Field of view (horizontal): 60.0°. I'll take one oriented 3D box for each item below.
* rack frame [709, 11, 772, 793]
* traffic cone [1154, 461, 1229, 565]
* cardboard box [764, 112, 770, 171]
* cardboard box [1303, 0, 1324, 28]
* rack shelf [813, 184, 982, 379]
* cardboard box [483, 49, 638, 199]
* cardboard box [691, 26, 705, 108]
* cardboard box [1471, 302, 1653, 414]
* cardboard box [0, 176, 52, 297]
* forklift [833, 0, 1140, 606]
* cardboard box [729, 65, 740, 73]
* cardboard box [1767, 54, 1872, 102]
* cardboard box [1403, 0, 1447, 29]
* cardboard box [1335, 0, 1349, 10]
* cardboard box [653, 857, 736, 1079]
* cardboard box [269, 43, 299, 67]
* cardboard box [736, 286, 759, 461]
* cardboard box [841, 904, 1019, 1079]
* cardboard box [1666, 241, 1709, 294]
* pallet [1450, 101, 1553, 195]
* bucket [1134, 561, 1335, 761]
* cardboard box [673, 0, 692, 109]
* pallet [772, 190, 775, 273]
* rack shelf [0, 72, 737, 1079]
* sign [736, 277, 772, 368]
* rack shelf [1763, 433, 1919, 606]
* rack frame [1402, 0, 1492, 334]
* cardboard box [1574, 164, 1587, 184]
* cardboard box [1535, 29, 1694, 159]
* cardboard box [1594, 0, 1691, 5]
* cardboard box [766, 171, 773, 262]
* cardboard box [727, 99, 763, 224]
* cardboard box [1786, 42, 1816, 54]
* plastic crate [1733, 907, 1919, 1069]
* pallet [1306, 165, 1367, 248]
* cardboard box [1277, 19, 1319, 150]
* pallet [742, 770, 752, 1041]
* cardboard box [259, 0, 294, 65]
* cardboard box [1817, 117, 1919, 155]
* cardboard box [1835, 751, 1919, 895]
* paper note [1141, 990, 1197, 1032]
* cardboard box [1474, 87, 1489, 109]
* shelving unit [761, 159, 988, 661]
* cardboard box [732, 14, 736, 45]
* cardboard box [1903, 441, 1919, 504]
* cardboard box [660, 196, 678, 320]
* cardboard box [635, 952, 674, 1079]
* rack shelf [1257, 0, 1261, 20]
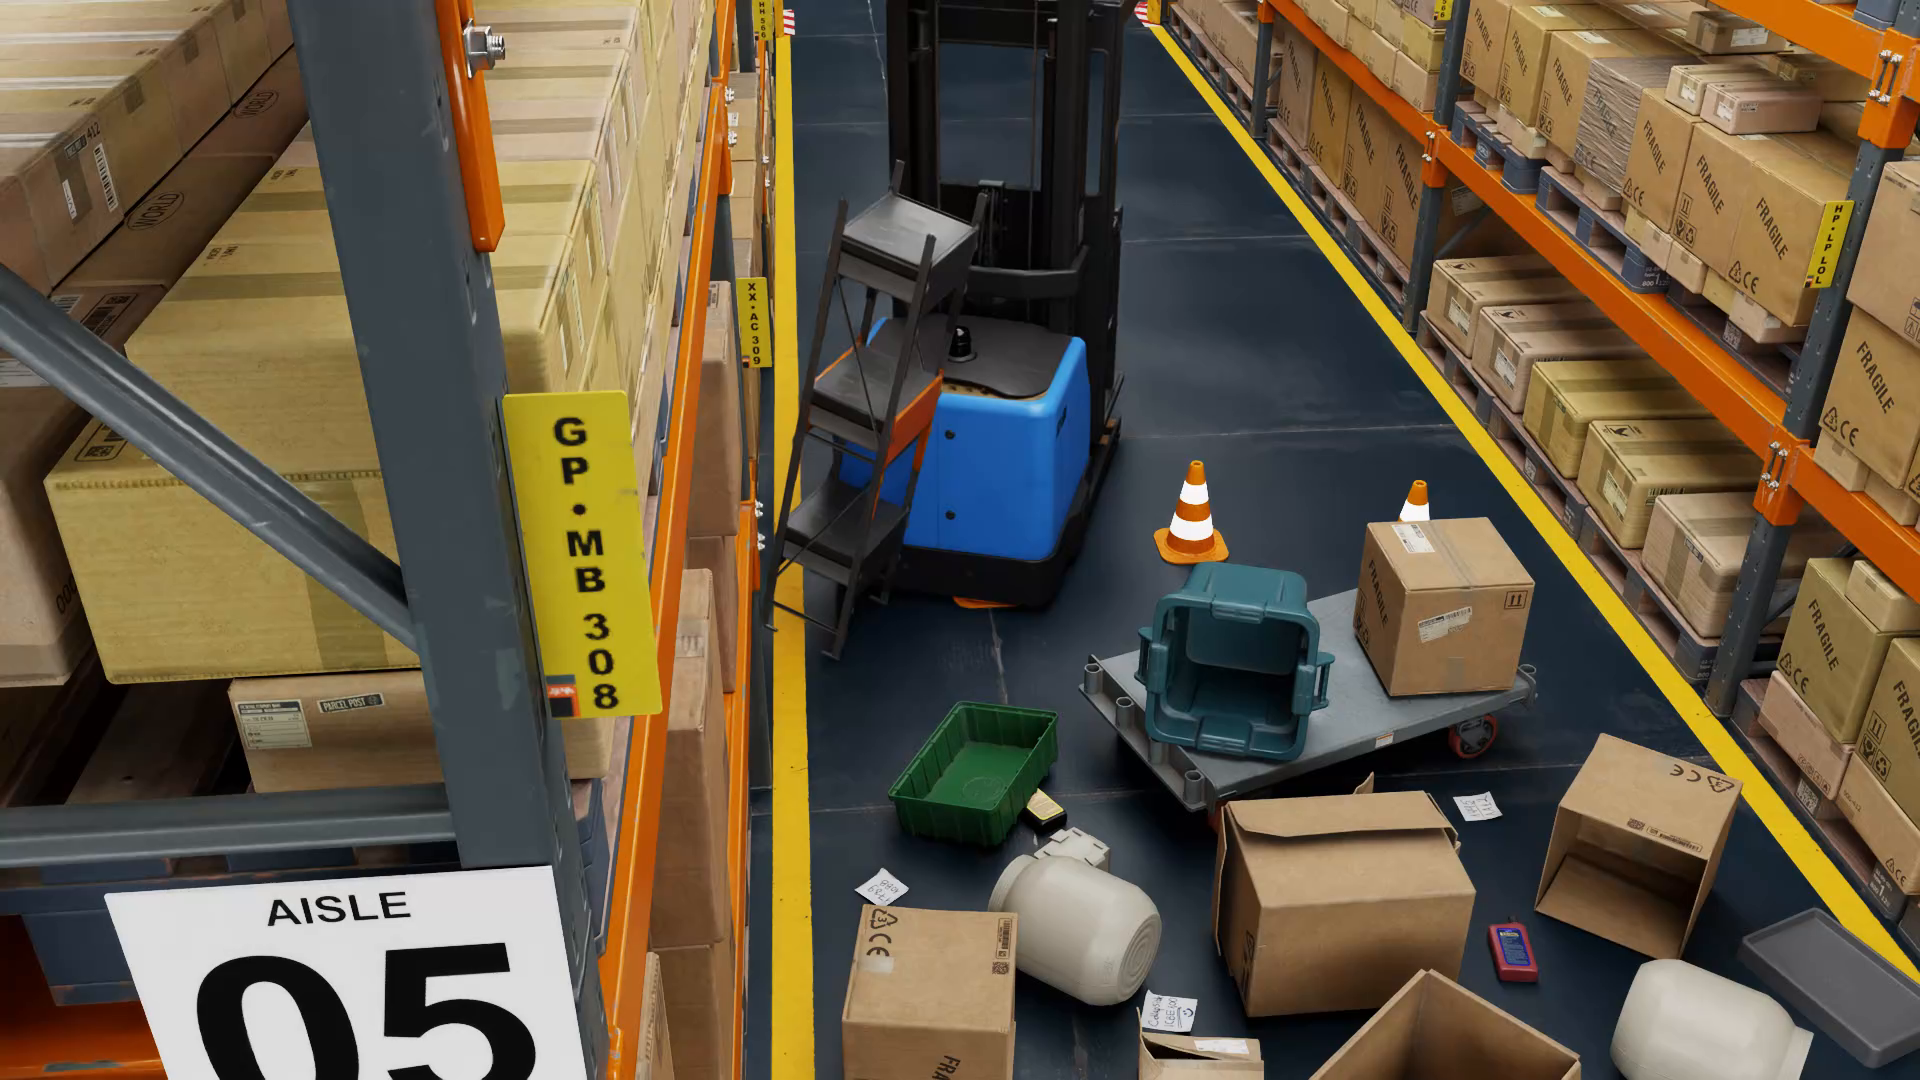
[{"bbox_3d":[-1.249,-0.301,5.829,1.000,3.000,0.127,-3,31,-5],"label":"rack frame"},{"bbox_3d":[1.138,-0.167,8.078,0.336,0.463,0.334,-3,31,-5],"label":"traffic cone"},{"bbox_3d":[-1.527,-2.648,11.055,0.500,0.250,0.500,-3,31,-4],"label":"cardboard box"},{"bbox_3d":[2.783,-3.846,11.910,0.500,0.250,0.500,-3,31,-5],"label":"cardboard box"},{"bbox_3d":[-0.247,-1.025,6.565,0.431,0.518,0.480,24,37,12],"label":"rack shelf"},{"bbox_3d":[-0.659,-0.578,2.328,0.380,0.149,0.250,-2,31,-4],"label":"cardboard box"},{"bbox_3d":[-0.823,-1.143,4.051,0.380,0.149,0.250,-3,31,-4],"label":"cardboard box"},{"bbox_3d":[3.416,-1.019,9.184,0.950,0.372,0.625,-3,31,-6],"label":"cardboard box"},{"bbox_3d":[-1.266,-0.288,1.842,0.380,0.149,0.250,-3,31,-4],"label":"cardboard box"},{"bbox_3d":[0.260,-1.699,8.236,1.130,2.935,3.031,7,32,12],"label":"forklift"},{"bbox_3d":[-1.463,-2.654,9.604,0.380,0.149,0.250,-3,31,-5],"label":"cardboard box"},{"bbox_3d":[3.774,-2.026,7.287,0.380,0.149,0.250,-1,31,-2],"label":"cardboard box"},{"bbox_3d":[2.988,-3.356,9.871,0.500,0.500,0.500,-4,31,-6],"label":"cardboard box"},{"bbox_3d":[2.830,-3.805,11.353,0.500,0.250,0.500,-4,31,-6],"label":"cardboard box"},{"bbox_3d":[-0.955,0.918,3.642,0.875,0.550,0.550,-3,31,-5],"label":"cardboard box"},{"bbox_3d":[-1.338,-0.839,3.153,0.500,0.250,0.500,-2,31,-4],"label":"cardboard box"},{"bbox_3d":[-1.030,-0.626,6.275,0.500,0.500,0.500,-2,31,-4],"label":"cardboard box"},{"bbox_3d":[-0.082,1.514,5.225,0.500,0.500,0.500,2,31,4],"label":"cardboard box"},{"bbox_3d":[3.280,-1.177,7.131,0.380,0.149,0.250,-3,31,-5],"label":"cardboard box"},{"bbox_3d":[3.469,-2.191,9.180,1.213,0.211,1.003,-3,31,-5],"label":"pallet"},{"bbox_3d":[1.059,0.411,6.347,0.726,0.611,0.620,8,22,13],"label":"bucket"},{"bbox_3d":[-0.856,-1.123,3.629,0.500,0.250,0.500,-3,31,-5],"label":"cardboard box"},{"bbox_3d":[-1.805,-2.167,11.672,1.003,0.211,1.213,-3,31,-5],"label":"pallet"},{"bbox_3d":[-1.062,-0.259,3.535,1.077,0.370,4.000,-3,31,-5],"label":"rack shelf"},{"bbox_3d":[-0.696,-0.734,5.633,0.100,0.325,0.005,-3,31,-5],"label":"sign"},{"bbox_3d":[3.857,0.740,4.788,1.077,0.370,4.000,-3,31,-5],"label":"rack shelf"},{"bbox_3d":[3.296,-2.632,9.732,1.000,3.000,0.127,-3,31,-5],"label":"rack frame"},{"bbox_3d":[3.285,-1.839,8.239,0.380,0.149,0.250,-2,31,-3],"label":"cardboard box"},{"bbox_3d":[3.220,-2.206,8.221,0.500,0.500,0.500,-2,31,-4],"label":"cardboard box"},{"bbox_3d":[3.616,-2.764,9.156,0.500,0.500,0.500,-4,31,-6],"label":"cardboard box"},{"bbox_3d":[-1.485,-2.080,10.836,0.500,0.500,0.500,-2,31,-4],"label":"cardboard box"},{"bbox_3d":[-1.268,-1.915,8.433,0.500,0.500,0.500,-3,31,-5],"label":"cardboard box"},{"bbox_3d":[7.486,-4.373,14.903,0.396,0.266,0.258,-2,31,-3],"label":"cardboard box"},{"bbox_3d":[3.000,1.504,5.654,0.402,0.080,0.583,-14,33,-22],"label":"plastic crate"},{"bbox_3d":[3.187,-2.463,12.167,1.003,0.211,1.213,-3,31,-5],"label":"pallet"},{"bbox_3d":[3.060,-3.630,13.064,0.875,0.875,0.875,-2,31,-3],"label":"cardboard box"},{"bbox_3d":[-1.256,1.288,5.888,1.003,0.211,1.213,-3,31,-5],"label":"pallet"},{"bbox_3d":[-1.387,-0.939,2.932,0.380,0.149,0.250,-3,31,-4],"label":"cardboard box"},{"bbox_3d":[3.864,-1.450,6.955,0.500,0.500,0.500,-3,31,-4],"label":"cardboard box"},{"bbox_3d":[3.517,0.996,5.929,0.500,0.250,0.500,-1,31,-2],"label":"cardboard box"},{"bbox_3d":[0.700,1.582,5.579,0.172,0.023,0.155,8,32,13],"label":"paper note"},{"bbox_3d":[3.142,-2.530,9.396,0.380,0.149,0.250,-4,31,-7],"label":"cardboard box"},{"bbox_3d":[-0.394,-0.487,6.964,0.431,2.100,0.503,24,37,12],"label":"shelving unit"},{"bbox_3d":[-1.473,-2.919,9.467,0.380,0.149,0.250,-3,31,-5],"label":"cardboard box"},{"bbox_3d":[3.504,-0.267,5.385,0.500,0.500,0.500,-3,31,-5],"label":"cardboard box"},{"bbox_3d":[-0.706,-0.497,2.970,0.380,0.149,0.250,-3,31,-5],"label":"cardboard box"},{"bbox_3d":[-0.871,1.022,2.415,0.875,0.550,0.550,-3,31,-5],"label":"cardboard box"},{"bbox_3d":[2.736,-5.387,15.045,1.077,0.370,4.000,-3,31,-5],"label":"rack shelf"}]
